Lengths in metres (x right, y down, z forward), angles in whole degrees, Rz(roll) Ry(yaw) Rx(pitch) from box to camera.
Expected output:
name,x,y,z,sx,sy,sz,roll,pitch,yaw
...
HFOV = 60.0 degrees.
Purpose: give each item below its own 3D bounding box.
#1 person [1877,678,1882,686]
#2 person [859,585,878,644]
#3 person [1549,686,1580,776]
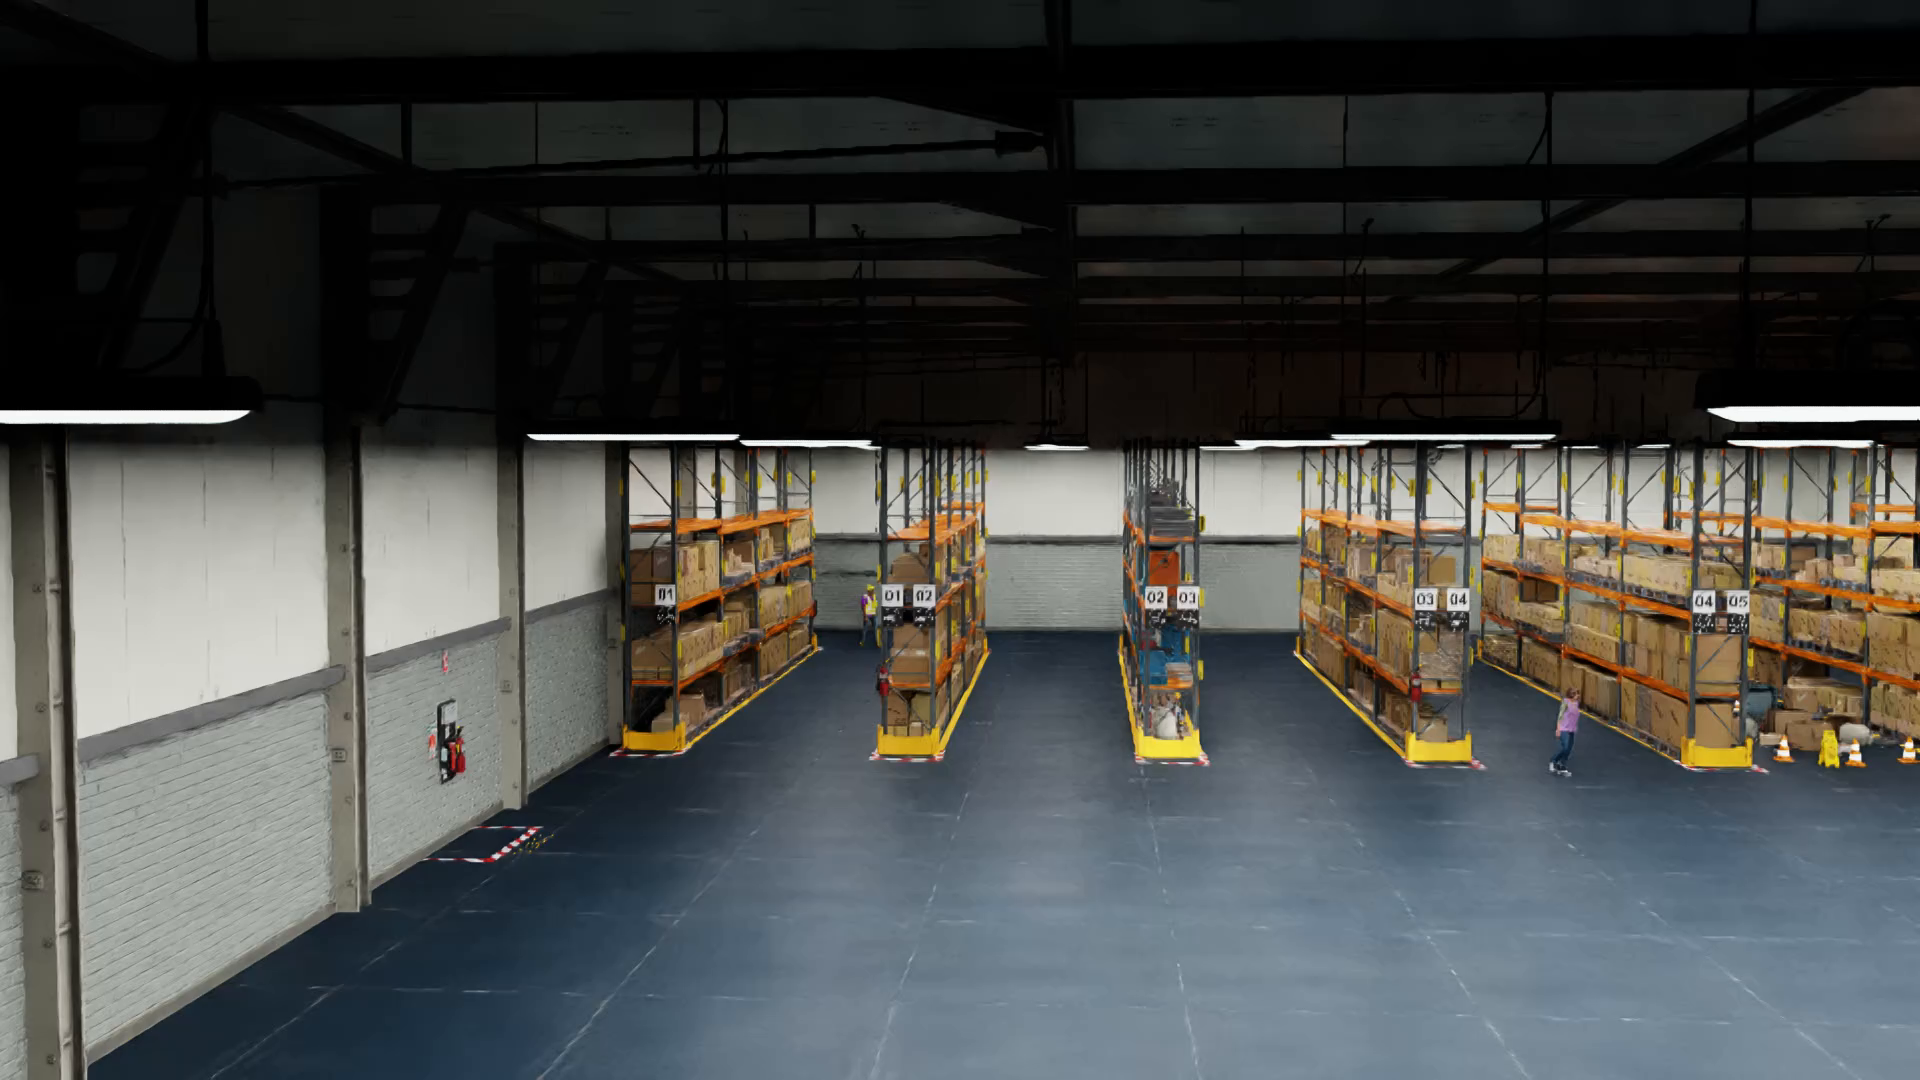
name,x,y,z,sx,sy,sz,roll,pitch,yaw
person,21.259,2.832,38.357,0.467,1.661,0.497,2,4,34
person,-2.620,2.204,49.178,0.568,1.754,0.740,3,4,43
person,10.643,3.359,29.300,0.477,1.589,0.473,-2,4,-34
